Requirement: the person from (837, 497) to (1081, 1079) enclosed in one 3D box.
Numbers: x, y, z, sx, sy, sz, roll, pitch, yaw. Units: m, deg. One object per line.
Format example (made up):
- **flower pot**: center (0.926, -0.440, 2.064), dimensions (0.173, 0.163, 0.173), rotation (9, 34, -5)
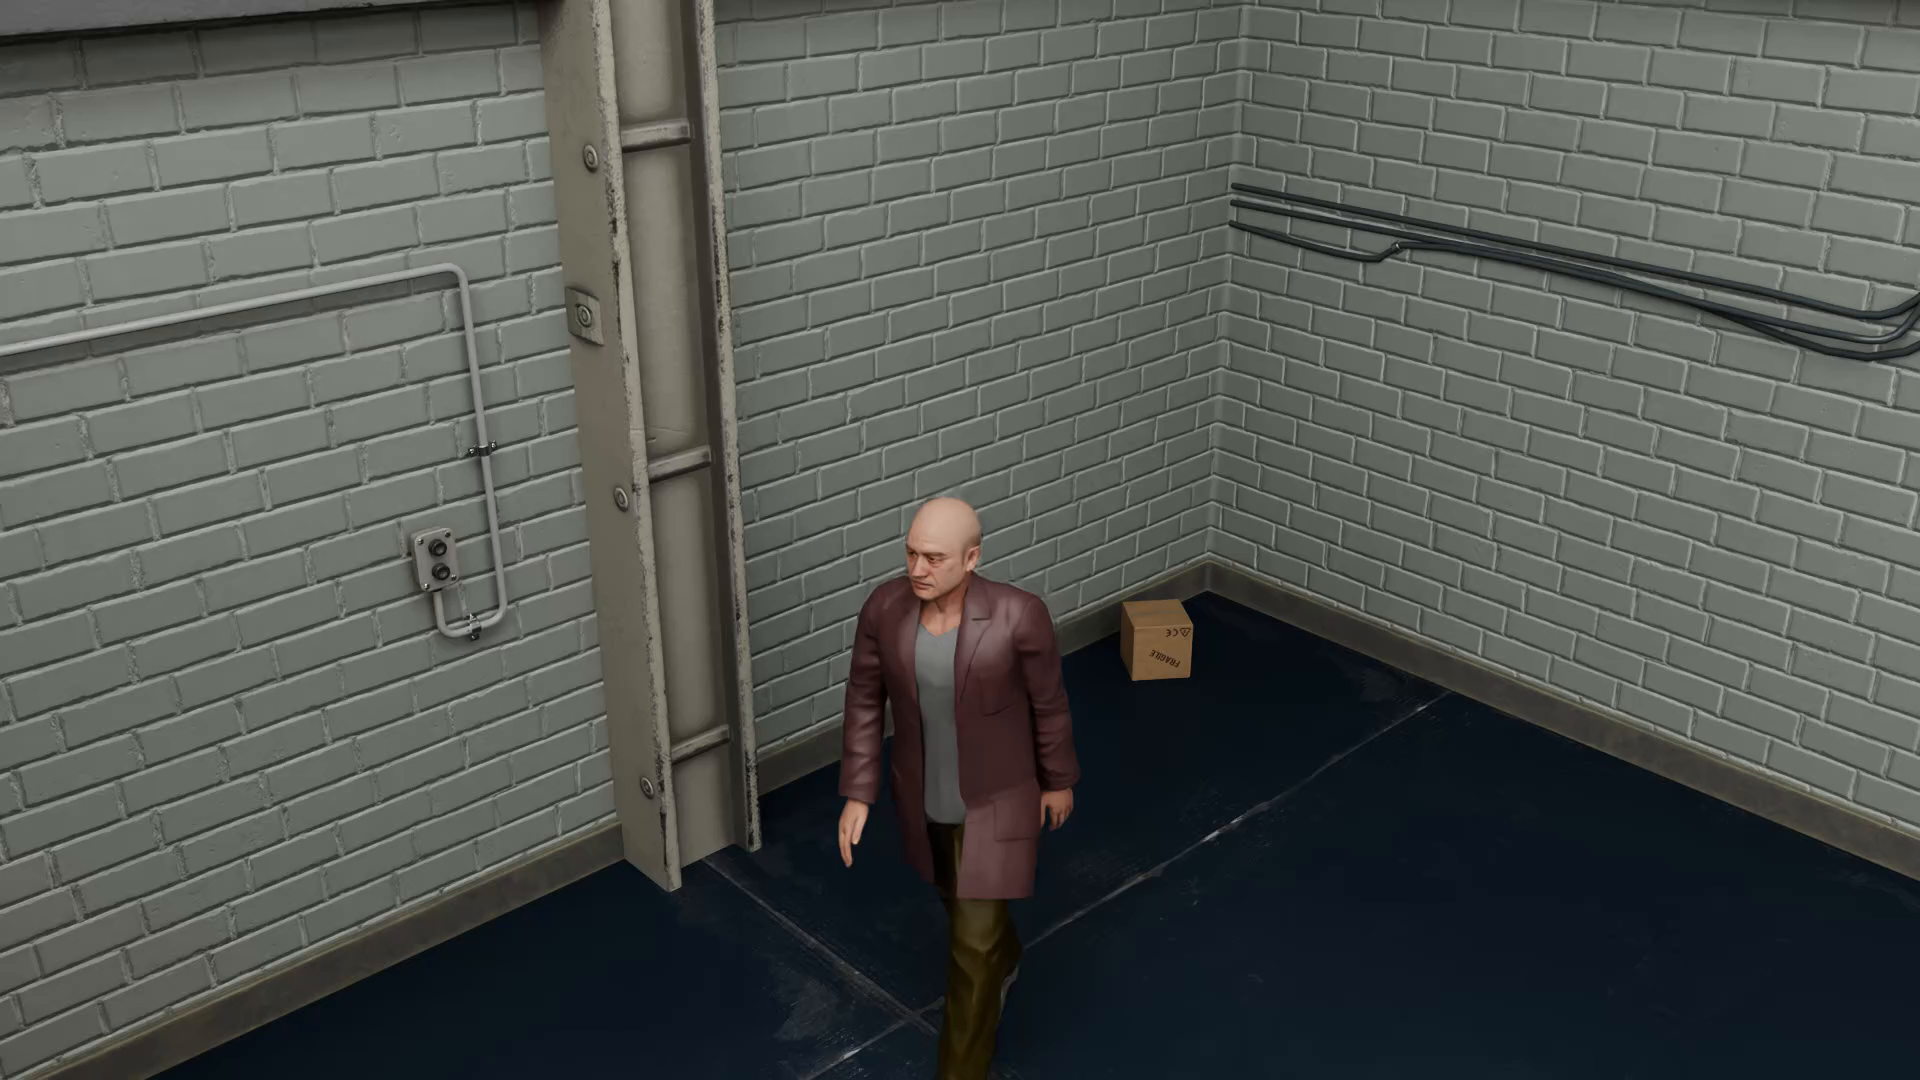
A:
- **person**: center (-0.038, 0.721, 4.495), dimensions (0.610, 1.782, 0.911), rotation (11, 26, 24)
